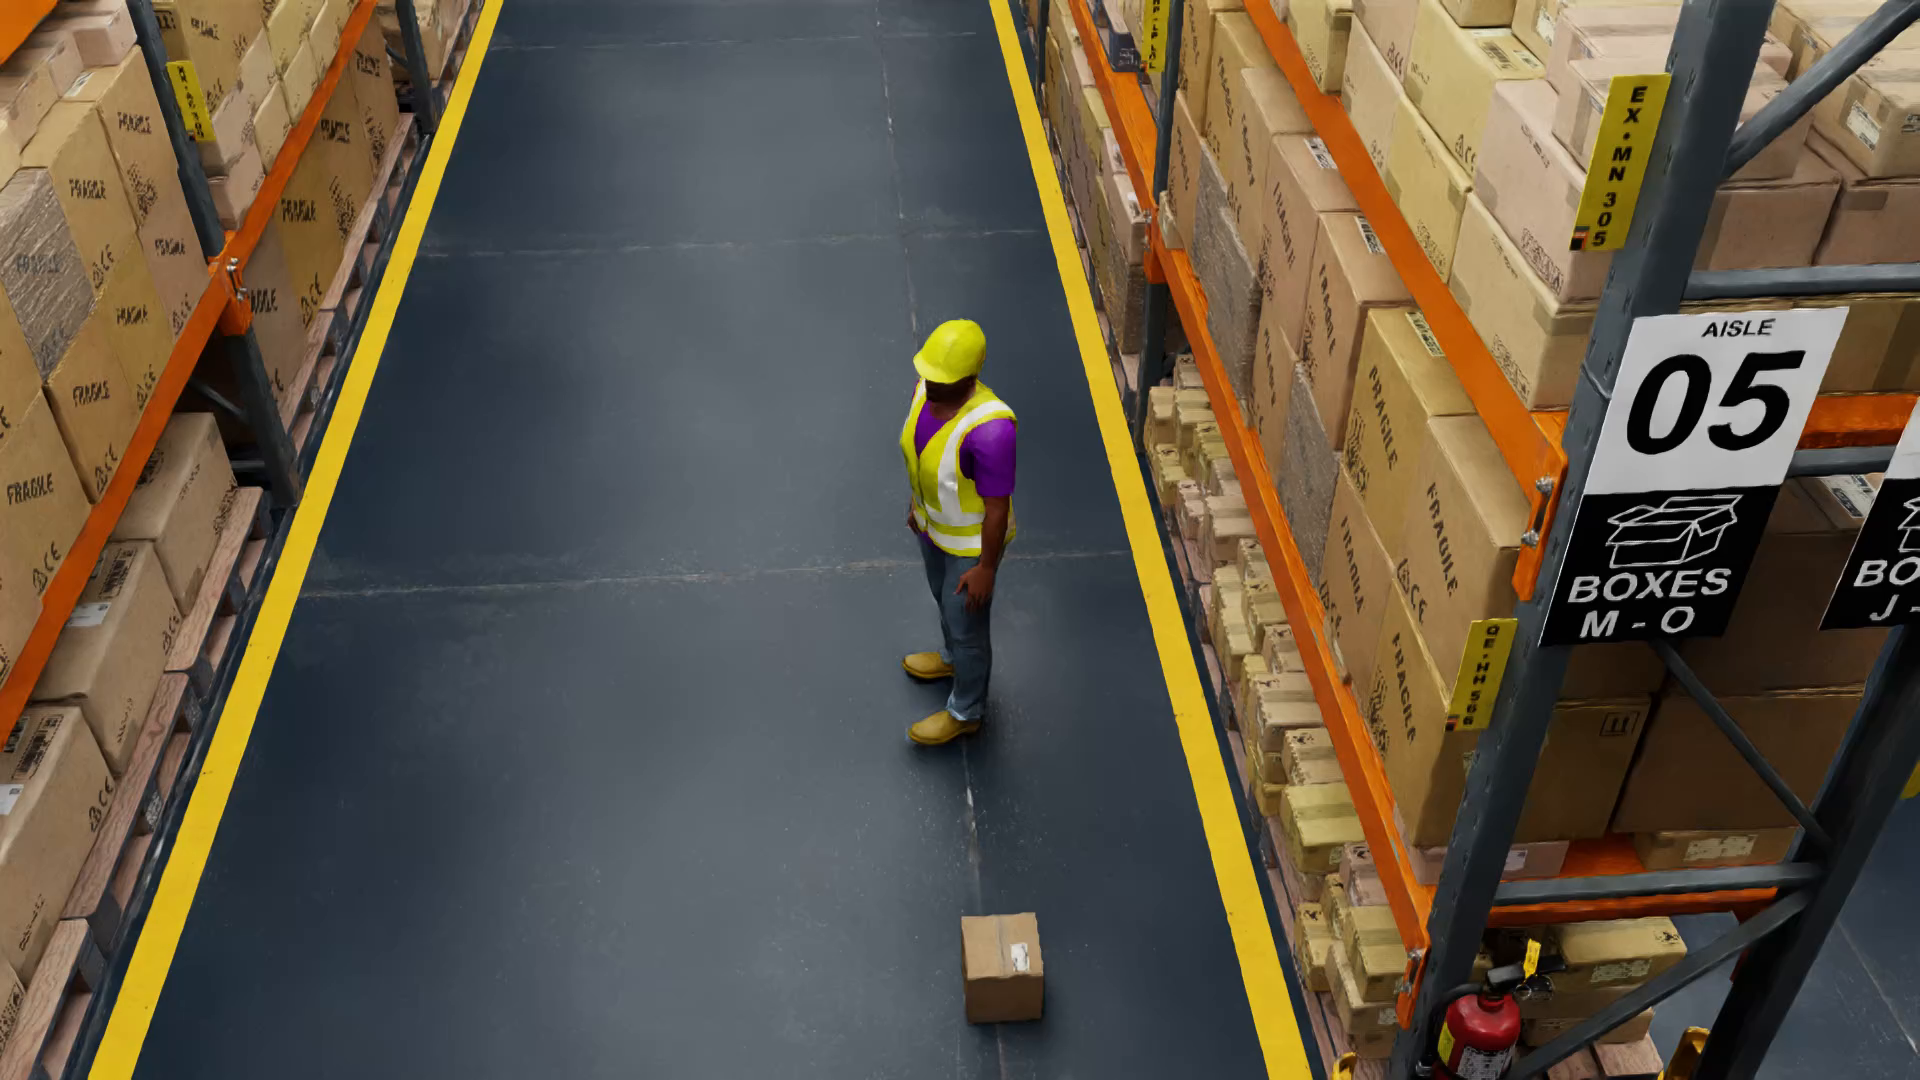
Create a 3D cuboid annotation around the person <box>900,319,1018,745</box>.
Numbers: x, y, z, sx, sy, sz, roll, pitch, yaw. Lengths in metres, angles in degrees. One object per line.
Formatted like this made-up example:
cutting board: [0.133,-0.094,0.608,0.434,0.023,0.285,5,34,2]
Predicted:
person: [-0.059,-0.024,6.117,0.470,1.770,0.636,-20,43,-23]
